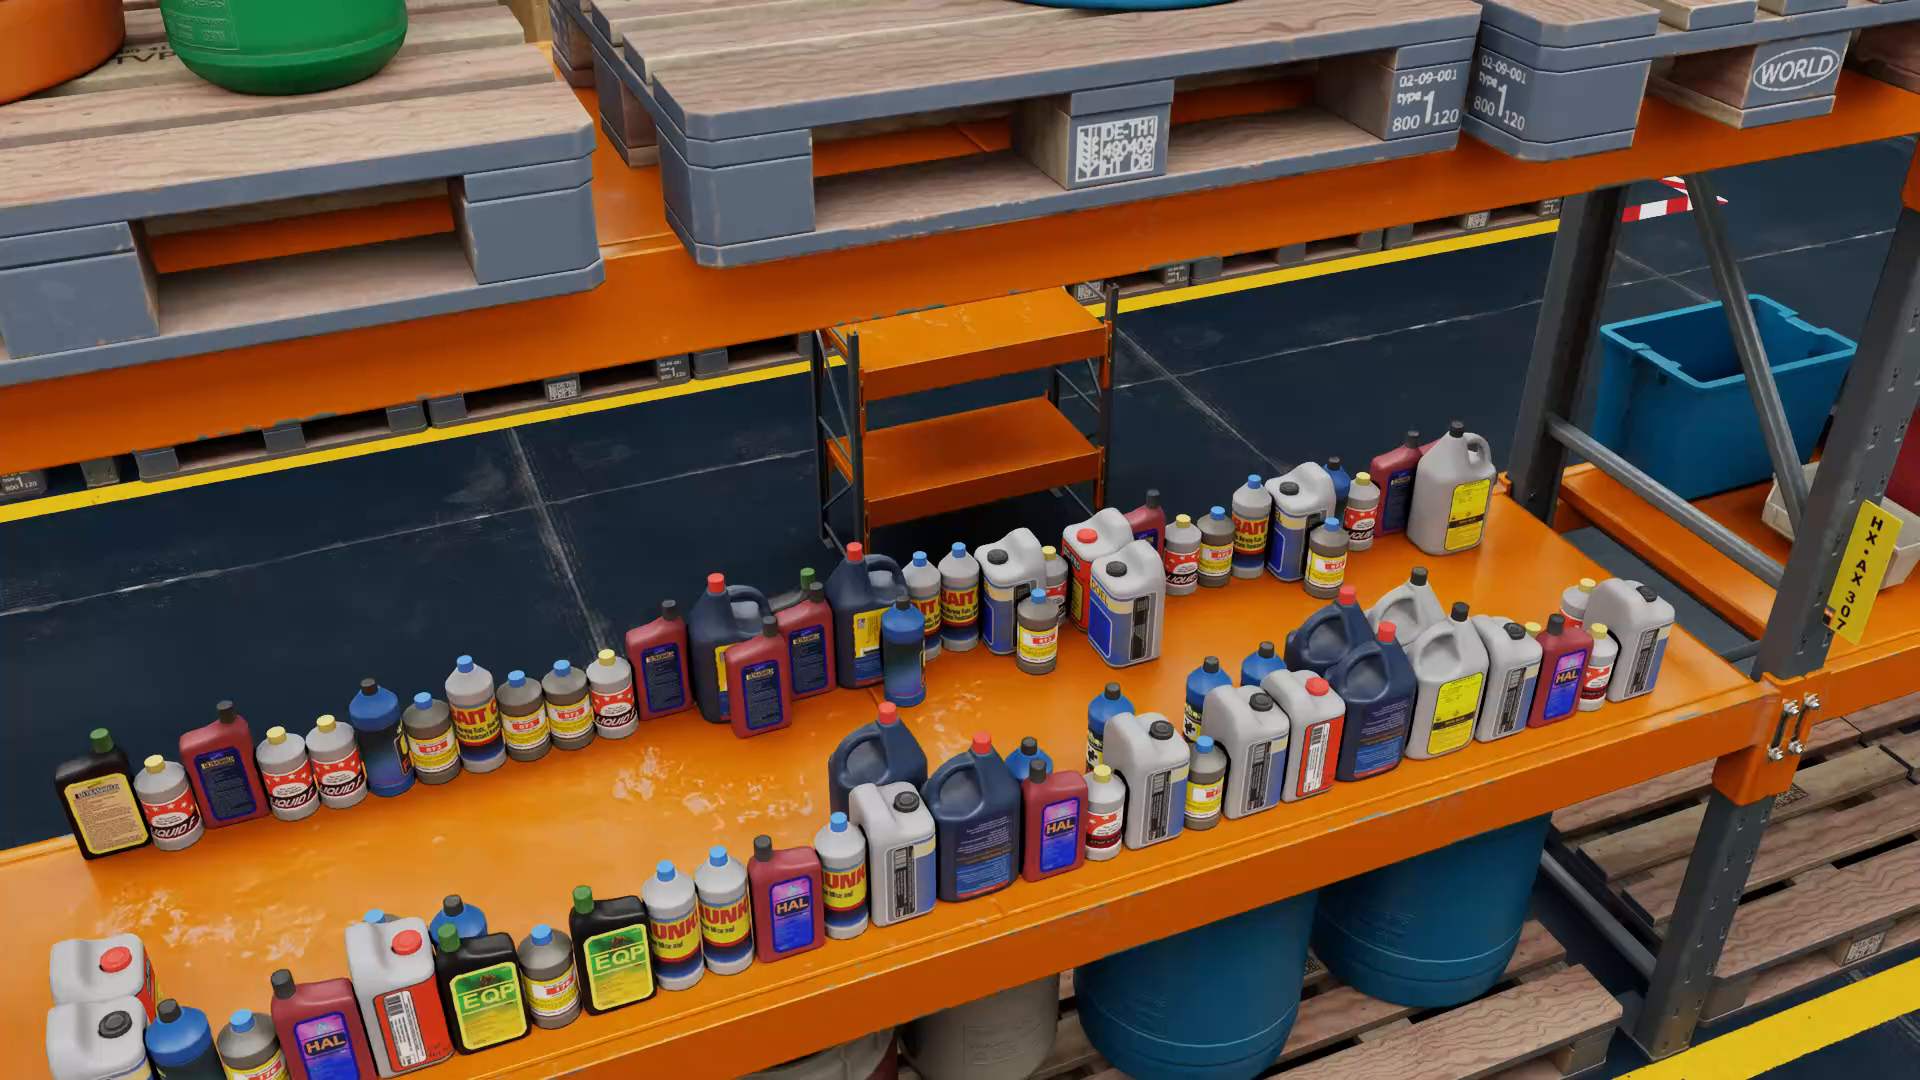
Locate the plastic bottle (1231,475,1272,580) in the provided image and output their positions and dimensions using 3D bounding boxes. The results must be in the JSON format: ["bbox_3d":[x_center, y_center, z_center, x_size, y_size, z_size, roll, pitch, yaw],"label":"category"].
[{"bbox_3d":[0.728,-0.040,4.178,0.097,0.271,0.097,0,33,0],"label":"plastic bottle"}]

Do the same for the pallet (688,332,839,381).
[{"bbox_3d":[-0.893,-1.220,8.431,1.213,0.211,1.003,-13,35,-19],"label":"pallet"}]

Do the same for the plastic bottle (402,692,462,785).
[{"bbox_3d":[-1.128,0.415,3.545,0.097,0.201,0.097,0,33,0],"label":"plastic bottle"}]

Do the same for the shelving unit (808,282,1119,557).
[{"bbox_3d":[0.006,-0.473,6.445,1.048,1.125,0.538,-13,35,-19],"label":"shelving unit"}]

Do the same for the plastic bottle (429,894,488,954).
[{"bbox_3d":[-0.887,0.743,2.976,0.097,0.271,0.097,0,33,0],"label":"plastic bottle"}]

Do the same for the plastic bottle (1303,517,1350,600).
[{"bbox_3d":[0.911,0.038,4.124,0.097,0.201,0.097,0,33,0],"label":"plastic bottle"}]

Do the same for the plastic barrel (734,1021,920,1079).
[{"bbox_3d":[-0.446,1.241,3.918,0.708,0.588,0.600,-13,35,-19],"label":"plastic barrel"}]

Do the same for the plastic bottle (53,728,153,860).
[{"bbox_3d":[-1.724,0.506,3.329,0.133,0.283,0.061,-13,35,-19],"label":"plastic bottle"}]

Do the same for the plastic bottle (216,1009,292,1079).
[{"bbox_3d":[-1.200,0.880,2.829,0.097,0.201,0.097,0,33,0],"label":"plastic bottle"}]

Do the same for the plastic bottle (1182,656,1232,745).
[{"bbox_3d":[0.527,0.365,3.556,0.097,0.271,0.097,0,33,0],"label":"plastic bottle"}]

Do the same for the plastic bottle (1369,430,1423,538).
[{"bbox_3d":[1.130,-0.148,4.334,0.133,0.283,0.061,-13,35,-19],"label":"plastic bottle"}]

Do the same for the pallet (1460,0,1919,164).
[{"bbox_3d":[1.072,-1.051,3.038,1.003,0.211,1.213,-13,35,-19],"label":"pallet"}]

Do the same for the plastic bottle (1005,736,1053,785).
[{"bbox_3d":[0.136,0.509,3.336,0.097,0.271,0.097,0,33,0],"label":"plastic bottle"}]

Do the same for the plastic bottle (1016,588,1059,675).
[{"bbox_3d":[0.180,0.205,3.867,0.097,0.201,0.097,0,33,0],"label":"plastic bottle"}]

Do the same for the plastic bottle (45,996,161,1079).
[{"bbox_3d":[-1.407,0.880,2.761,0.135,0.276,0.152,-13,35,-19],"label":"plastic bottle"}]

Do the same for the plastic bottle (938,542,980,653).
[{"bbox_3d":[-0.003,0.128,3.922,0.097,0.271,0.097,0,33,0],"label":"plastic bottle"}]

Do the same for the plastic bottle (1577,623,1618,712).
[{"bbox_3d":[1.422,0.280,3.752,0.097,0.201,0.097,0,33,0],"label":"plastic bottle"}]

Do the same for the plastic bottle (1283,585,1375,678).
[{"bbox_3d":[0.810,0.258,3.648,0.185,0.351,0.144,-13,35,-19],"label":"plastic bottle"}]

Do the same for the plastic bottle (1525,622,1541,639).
[{"bbox_3d":[1.276,0.277,3.756,0.097,0.201,0.097,0,33,0],"label":"plastic bottle"}]

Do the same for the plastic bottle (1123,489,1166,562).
[{"bbox_3d":[0.435,0.012,4.089,0.133,0.283,0.061,-13,35,-19],"label":"plastic bottle"}]

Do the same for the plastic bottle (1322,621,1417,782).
[{"bbox_3d":[0.865,0.331,3.537,0.185,0.351,0.144,-13,35,-19],"label":"plastic bottle"}]

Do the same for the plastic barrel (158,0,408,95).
[{"bbox_3d":[-0.865,-0.719,2.112,0.294,0.245,0.294,0,33,0],"label":"plastic barrel"}]

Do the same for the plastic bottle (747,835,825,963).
[{"bbox_3d":[-0.324,0.656,3.099,0.133,0.283,0.061,-13,35,-19],"label":"plastic bottle"}]

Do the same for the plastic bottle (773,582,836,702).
[{"bbox_3d":[-0.353,0.228,3.756,0.133,0.283,0.061,-13,35,-19],"label":"plastic bottle"}]

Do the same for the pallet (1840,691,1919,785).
[{"bbox_3d":[3.546,0.647,5.563,1.213,0.211,1.003,-13,35,-19],"label":"pallet"}]

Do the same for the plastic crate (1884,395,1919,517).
[{"bbox_3d":[2.677,-0.202,4.196,0.583,0.464,0.402,-13,35,-19],"label":"plastic crate"}]

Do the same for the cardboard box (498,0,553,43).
[{"bbox_3d":[-1.762,-2.393,7.201,0.500,0.500,0.700,-23,39,-31],"label":"cardboard box"}]

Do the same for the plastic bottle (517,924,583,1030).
[{"bbox_3d":[-0.740,0.775,2.991,0.097,0.201,0.097,0,33,0],"label":"plastic bottle"}]

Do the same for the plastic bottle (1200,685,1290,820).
[{"bbox_3d":[0.593,0.422,3.465,0.135,0.276,0.152,-13,35,-19],"label":"plastic bottle"}]

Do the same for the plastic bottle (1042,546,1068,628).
[{"bbox_3d":[0.211,0.108,4.016,0.097,0.201,0.097,0,33,0],"label":"plastic bottle"}]

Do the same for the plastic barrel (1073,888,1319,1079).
[{"bbox_3d":[0.596,0.872,4.199,0.708,0.901,0.600,-13,35,-19],"label":"plastic barrel"}]

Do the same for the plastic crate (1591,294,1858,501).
[{"bbox_3d":[2.055,-0.376,4.537,0.575,0.384,0.392,-13,35,-19],"label":"plastic crate"}]

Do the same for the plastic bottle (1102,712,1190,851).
[{"bbox_3d":[0.379,0.471,3.389,0.135,0.276,0.152,-13,35,-19],"label":"plastic bottle"}]

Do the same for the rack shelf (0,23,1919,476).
[{"bbox_3d":[-0.087,-0.621,2.864,4.000,0.370,1.077,-13,35,-19],"label":"rack shelf"}]

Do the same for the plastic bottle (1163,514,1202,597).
[{"bbox_3d":[0.548,0.031,4.134,0.097,0.201,0.097,0,33,0],"label":"plastic bottle"}]

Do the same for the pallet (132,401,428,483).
[{"bbox_3d":[-3.142,-0.705,7.639,1.213,0.211,1.003,-13,35,-19],"label":"pallet"}]

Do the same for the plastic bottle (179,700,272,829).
[{"bbox_3d":[-1.511,0.457,3.404,0.133,0.283,0.061,-13,35,-19],"label":"plastic bottle"}]

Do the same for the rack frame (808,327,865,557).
[{"bbox_3d":[-0.462,-0.366,6.280,0.032,1.125,0.500,-13,35,-19],"label":"rack frame"}]

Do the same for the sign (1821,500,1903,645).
[{"bbox_3d":[1.968,0.073,3.633,0.005,0.325,0.100,-13,35,-19],"label":"sign"}]

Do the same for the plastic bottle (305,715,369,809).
[{"bbox_3d":[-1.308,0.456,3.481,0.097,0.201,0.097,0,33,0],"label":"plastic bottle"}]

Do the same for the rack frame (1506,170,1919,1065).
[{"bbox_3d":[1.757,-0.088,4.134,0.127,3.000,1.000,-13,35,-19],"label":"rack frame"}]

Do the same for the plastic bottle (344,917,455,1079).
[{"bbox_3d":[-0.981,0.782,2.911,0.135,0.276,0.152,-13,35,-19],"label":"plastic bottle"}]

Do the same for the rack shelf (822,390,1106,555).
[{"bbox_3d":[0.006,-0.268,6.579,1.000,0.278,0.538,-13,35,-19],"label":"rack shelf"}]

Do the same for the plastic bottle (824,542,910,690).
[{"bbox_3d":[-0.213,0.156,3.804,0.185,0.351,0.144,-13,35,-19],"label":"plastic bottle"}]

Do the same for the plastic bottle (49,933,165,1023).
[{"bbox_3d":[-1.466,0.804,2.878,0.135,0.276,0.152,-13,35,-19],"label":"plastic bottle"}]

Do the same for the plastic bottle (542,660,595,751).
[{"bbox_3d":[-0.859,0.353,3.639,0.097,0.201,0.097,0,33,0],"label":"plastic bottle"}]

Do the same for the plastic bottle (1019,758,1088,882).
[{"bbox_3d":[0.183,0.540,3.277,0.133,0.283,0.061,-13,35,-19],"label":"plastic bottle"}]

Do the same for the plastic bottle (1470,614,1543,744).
[{"bbox_3d":[1.182,0.287,3.672,0.135,0.276,0.152,-13,35,-19],"label":"plastic bottle"}]

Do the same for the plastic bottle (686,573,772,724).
[{"bbox_3d":[-0.507,0.224,3.701,0.185,0.351,0.144,-13,35,-19],"label":"plastic bottle"}]

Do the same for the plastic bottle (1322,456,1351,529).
[{"bbox_3d":[0.941,-0.089,4.254,0.097,0.271,0.097,0,33,0],"label":"plastic bottle"}]

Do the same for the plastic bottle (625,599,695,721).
[{"bbox_3d":[-0.670,0.264,3.700,0.133,0.283,0.061,-13,35,-19],"label":"plastic bottle"}]

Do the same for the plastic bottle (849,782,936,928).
[{"bbox_3d":[-0.129,0.587,3.211,0.135,0.276,0.152,-13,35,-19],"label":"plastic bottle"}]

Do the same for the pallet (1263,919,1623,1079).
[{"bbox_3d":[1.029,1.223,4.677,1.213,0.211,1.003,-13,35,-19],"label":"pallet"}]

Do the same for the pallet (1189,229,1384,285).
[{"bbox_3d":[1.603,-1.815,9.345,1.213,0.211,1.003,-13,35,-19],"label":"pallet"}]

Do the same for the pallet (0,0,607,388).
[{"bbox_3d":[-1.188,-0.534,2.242,1.213,0.211,1.003,-13,35,-19],"label":"pallet"}]

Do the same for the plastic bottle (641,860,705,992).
[{"bbox_3d":[-0.527,0.697,3.047,0.097,0.271,0.097,0,33,0],"label":"plastic bottle"}]
